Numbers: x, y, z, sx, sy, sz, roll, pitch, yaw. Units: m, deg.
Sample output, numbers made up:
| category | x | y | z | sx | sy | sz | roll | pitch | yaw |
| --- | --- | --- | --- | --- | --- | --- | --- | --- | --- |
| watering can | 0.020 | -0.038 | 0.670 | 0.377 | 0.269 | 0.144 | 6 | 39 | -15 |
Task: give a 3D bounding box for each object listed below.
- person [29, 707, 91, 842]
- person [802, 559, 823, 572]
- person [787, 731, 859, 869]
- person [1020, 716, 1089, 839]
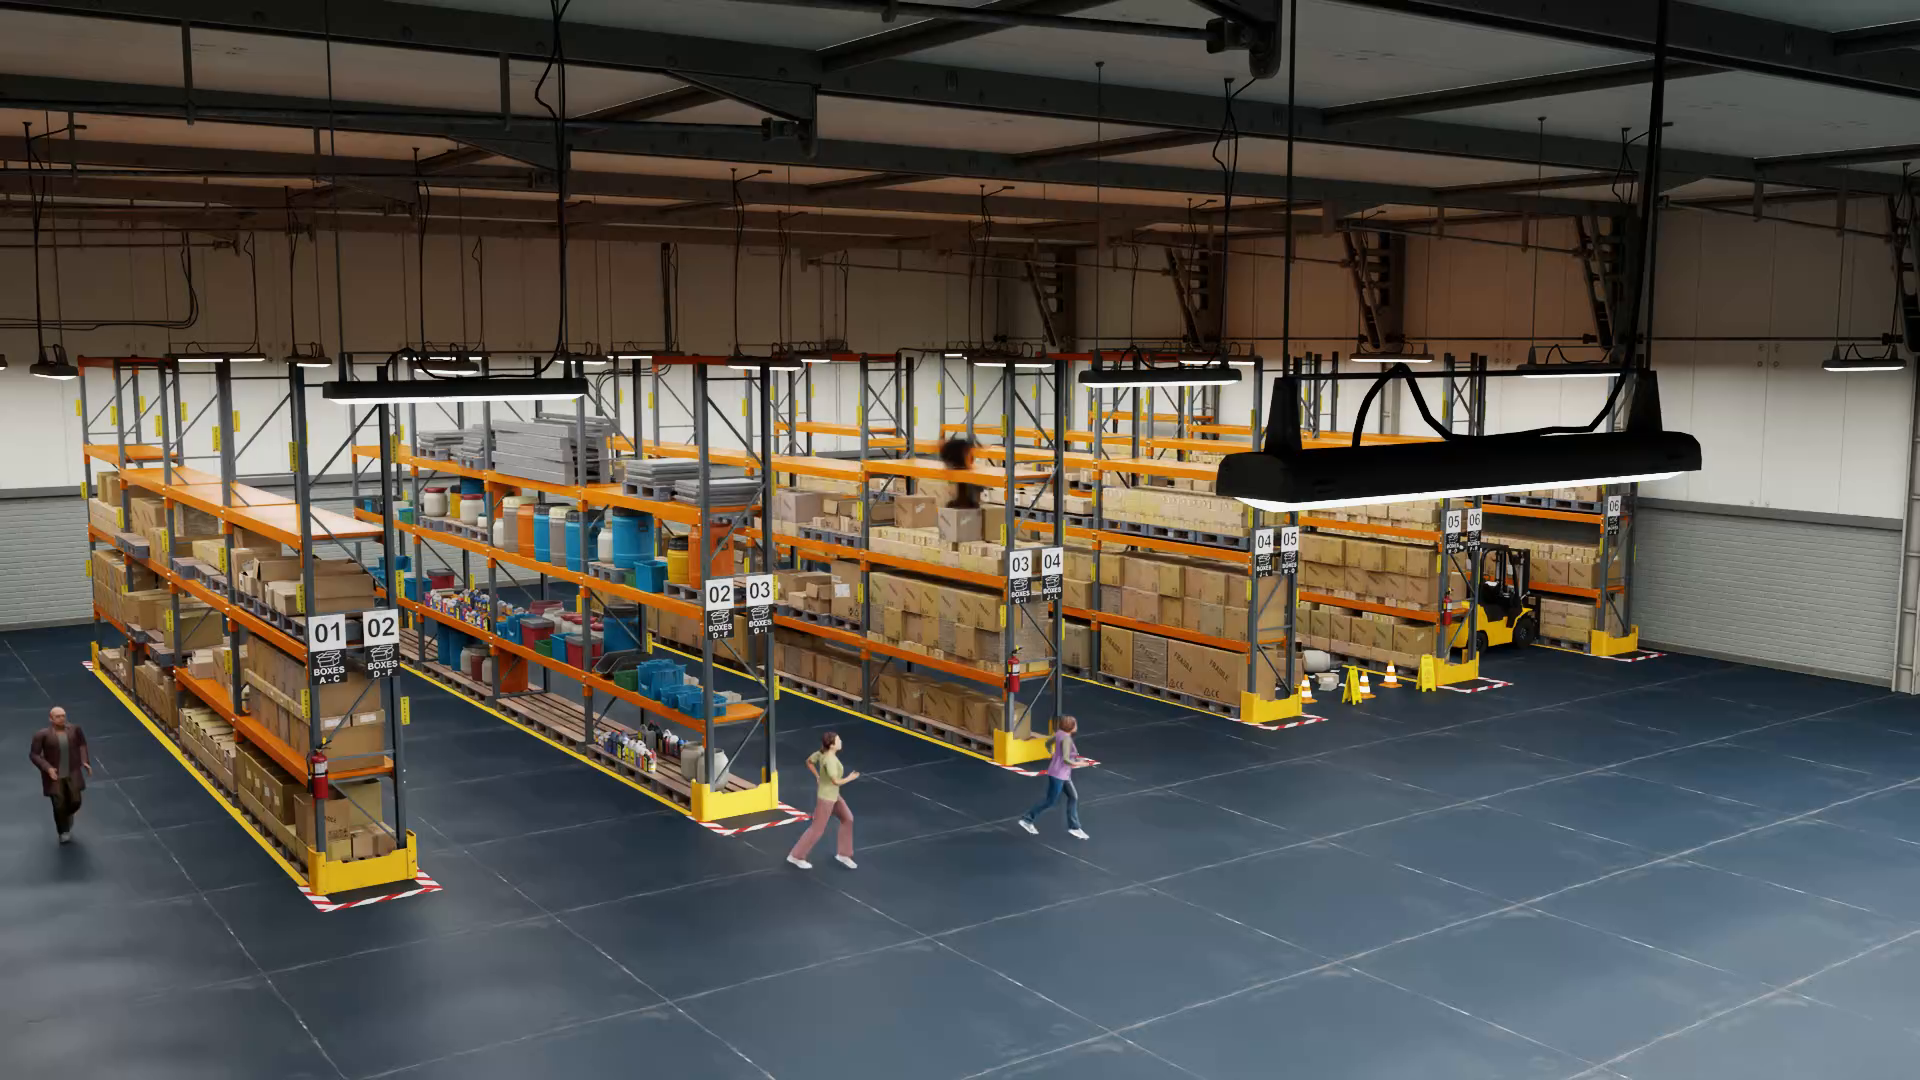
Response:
| category | x | y | z | sx | sy | sz | roll | pitch | yaw |
| --- | --- | --- | --- | --- | --- | --- | --- | --- | --- |
| person | -11.331 | 2.946 | 20.962 | 0.687 | 1.723 | 0.682 | -6 | 9 | -41 |
| person | -3.775 | 0.459 | 41.972 | 1.066 | 1.640 | 0.698 | -3 | 8 | -25 |
| person | -1.628 | 3.115 | 19.779 | 0.871 | 1.709 | 0.564 | -1 | 7 | -7 |
| person | 1.196 | 3.013 | 21.030 | 0.886 | 1.594 | 0.557 | 0 | 7 | -2 |
